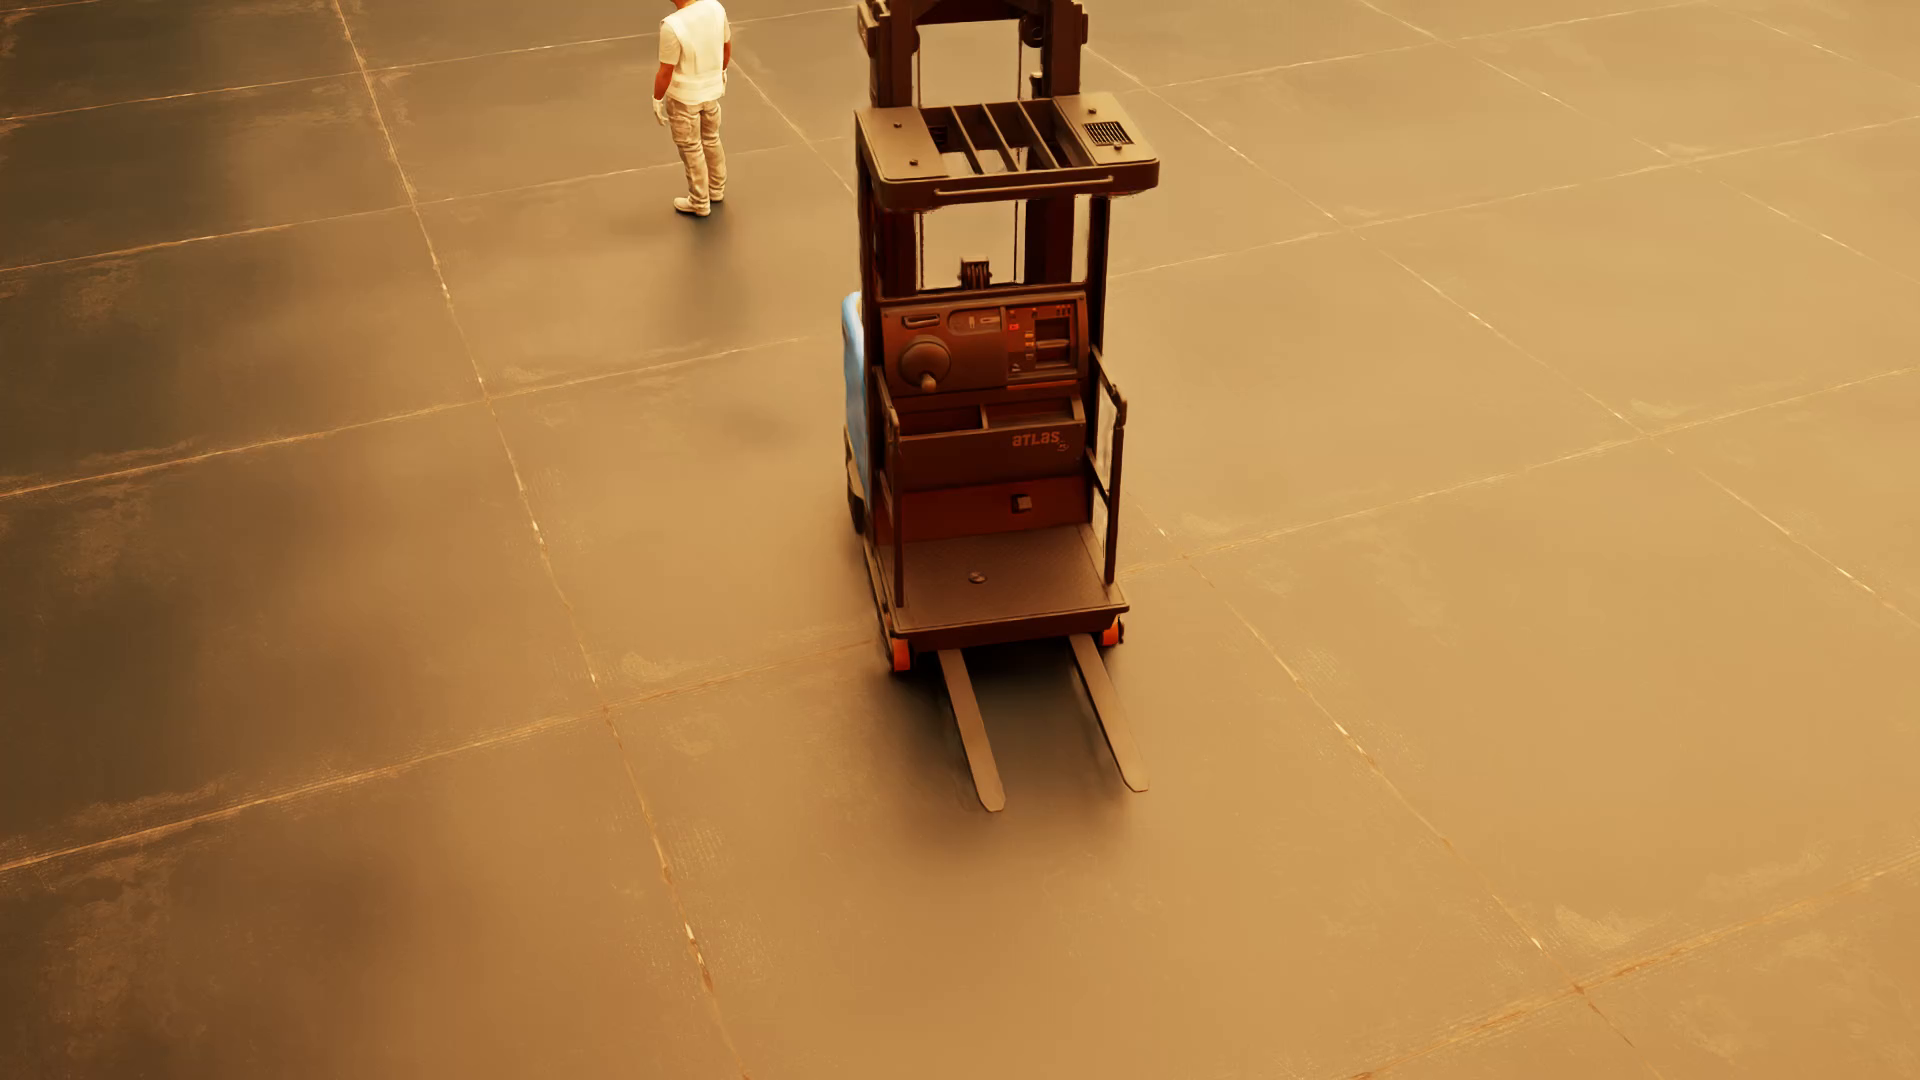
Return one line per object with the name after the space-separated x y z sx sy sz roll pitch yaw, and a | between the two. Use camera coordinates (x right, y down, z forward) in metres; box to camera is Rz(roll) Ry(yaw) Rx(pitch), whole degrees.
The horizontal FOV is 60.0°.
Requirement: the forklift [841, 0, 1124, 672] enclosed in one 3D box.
0.157 -0.814 7.243 1.130 2.935 3.031 -6 36 -9 | forklift

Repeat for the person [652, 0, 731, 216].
-1.886 -3.076 11.453 0.577 1.723 0.656 26 43 32 | person
